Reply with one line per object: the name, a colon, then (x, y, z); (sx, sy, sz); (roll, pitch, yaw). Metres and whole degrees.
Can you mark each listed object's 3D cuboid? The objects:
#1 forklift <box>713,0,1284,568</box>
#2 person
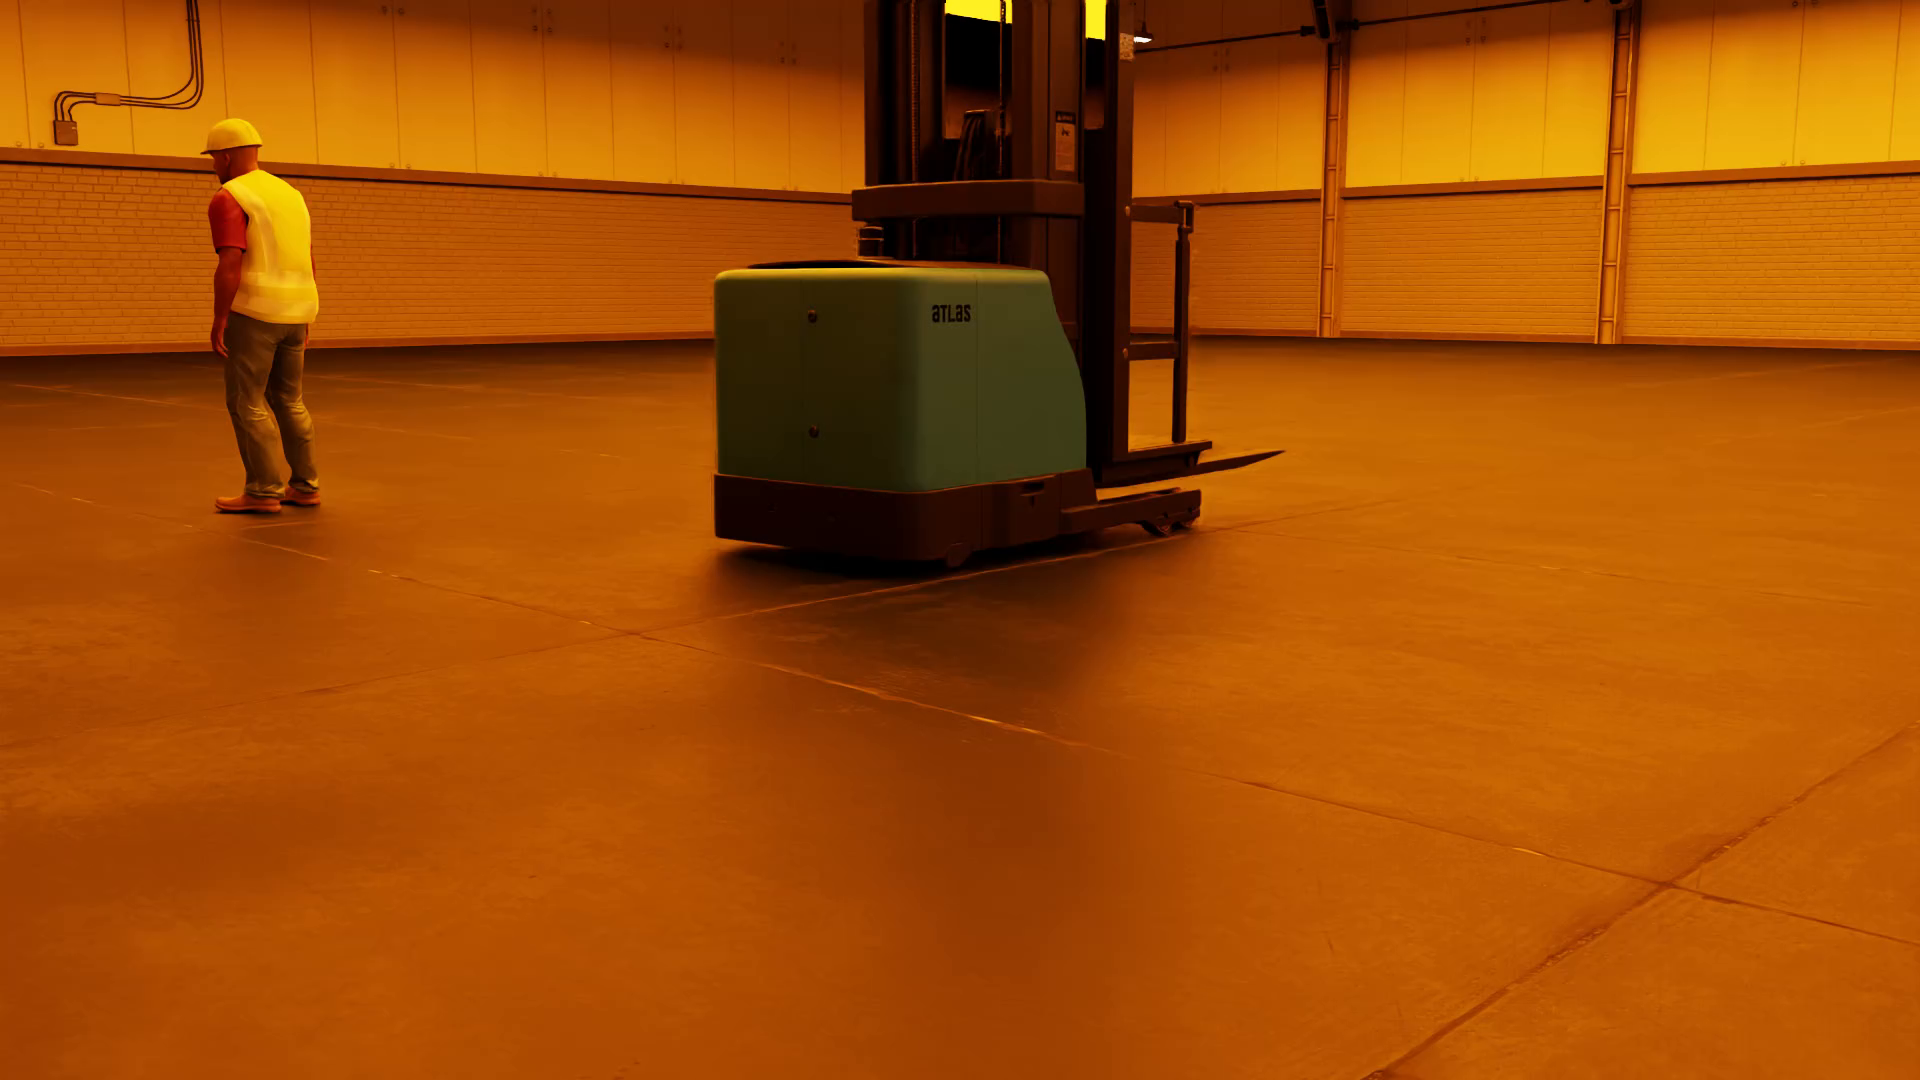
forklift: (0.376, -1.521, 6.977); (1.130, 2.935, 3.031); (7, 11, 38)
person: (-3.181, -1.015, 7.562); (0.463, 1.759, 0.626); (3, 9, 17)
